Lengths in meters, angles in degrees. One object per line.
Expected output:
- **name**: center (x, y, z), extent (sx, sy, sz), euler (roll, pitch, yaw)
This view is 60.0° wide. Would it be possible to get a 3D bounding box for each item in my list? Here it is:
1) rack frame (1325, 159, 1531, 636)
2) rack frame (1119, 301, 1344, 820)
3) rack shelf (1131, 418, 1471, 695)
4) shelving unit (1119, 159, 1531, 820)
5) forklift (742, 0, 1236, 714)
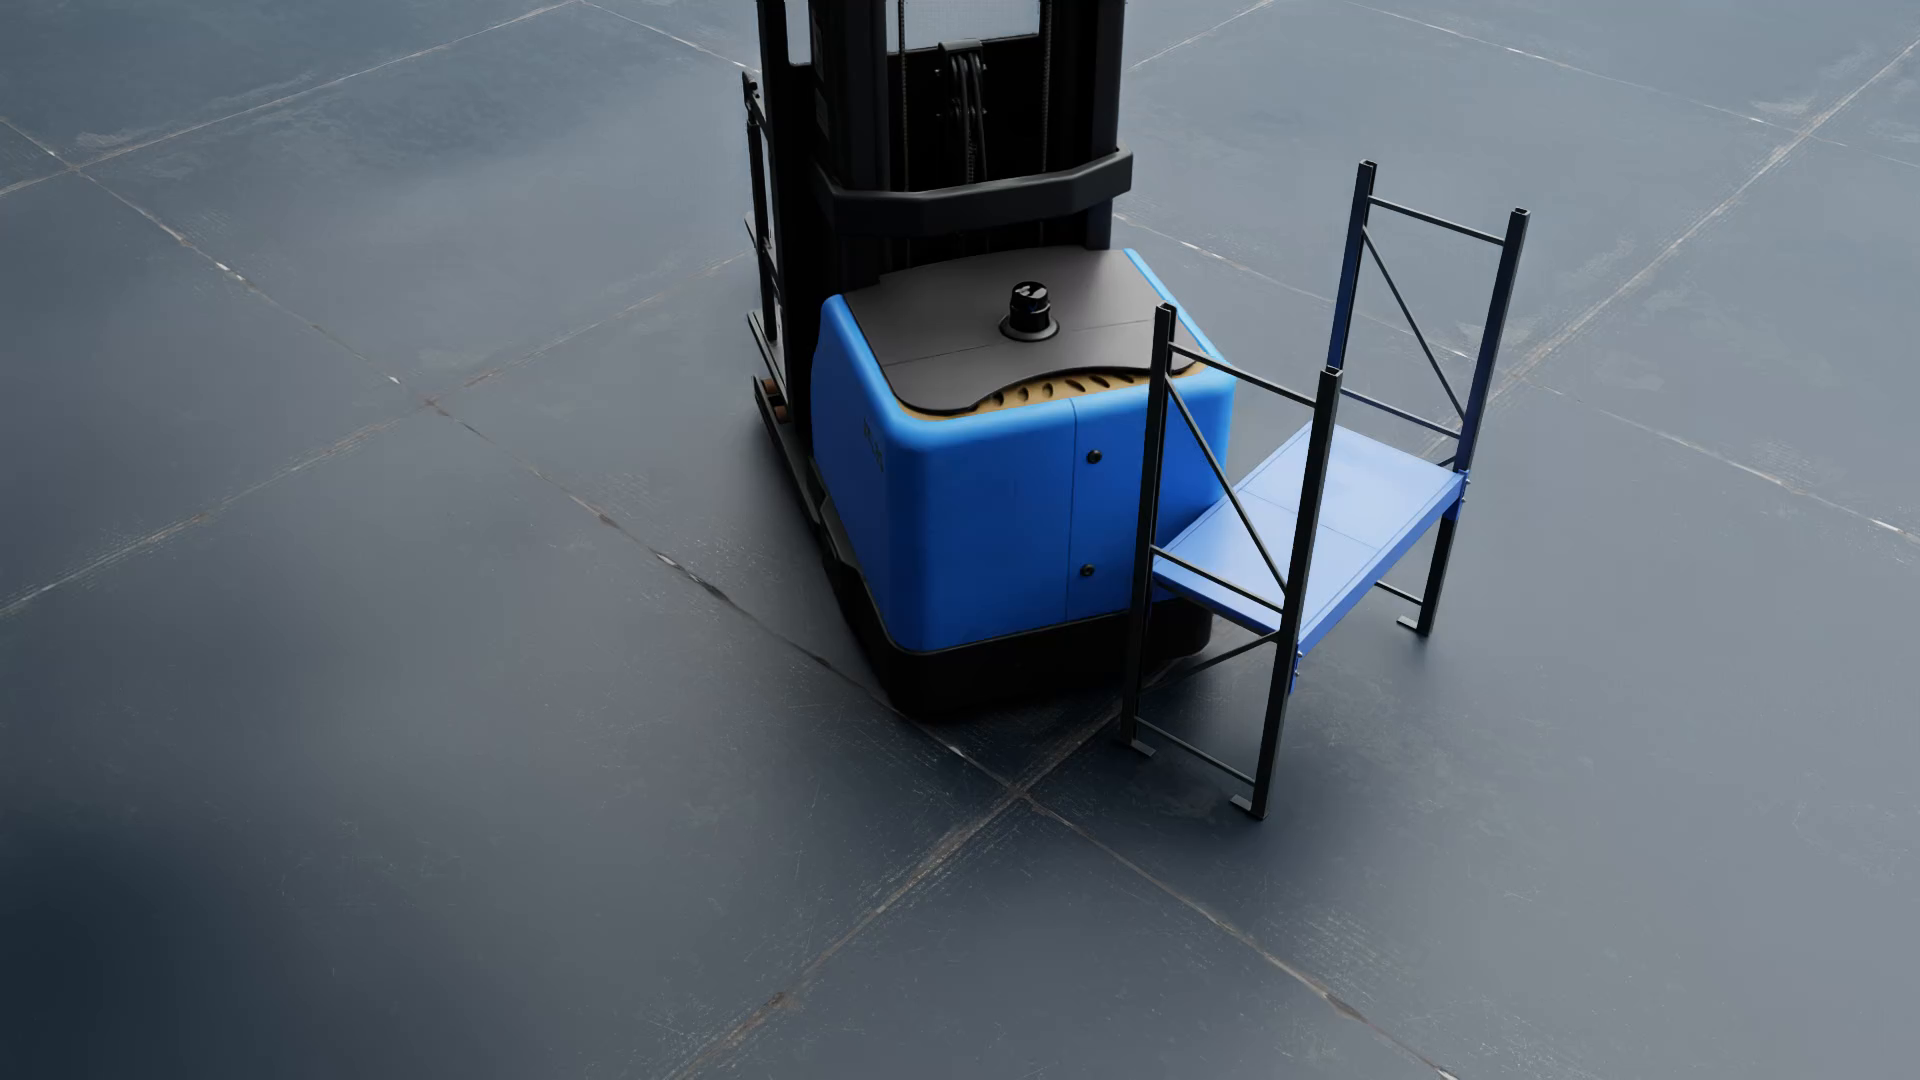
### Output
- **rack frame**: center (1.324, -0.383, 5.026), extent (0.500, 1.500, 0.032), euler (27, 46, 30)
- **rack frame**: center (0.681, 0.107, 4.410), extent (0.500, 1.500, 0.032), euler (27, 46, 30)
- **rack shelf**: center (1.002, 0.003, 4.830), extent (0.538, 0.185, 1.000), euler (27, 46, 30)
- **shelving unit**: center (1.002, -0.138, 4.718), extent (0.538, 1.500, 1.048), euler (27, 46, 30)
- **forklift**: center (-0.142, -1.550, 5.344), extent (1.130, 2.935, 3.031), euler (-11, 40, -14)
